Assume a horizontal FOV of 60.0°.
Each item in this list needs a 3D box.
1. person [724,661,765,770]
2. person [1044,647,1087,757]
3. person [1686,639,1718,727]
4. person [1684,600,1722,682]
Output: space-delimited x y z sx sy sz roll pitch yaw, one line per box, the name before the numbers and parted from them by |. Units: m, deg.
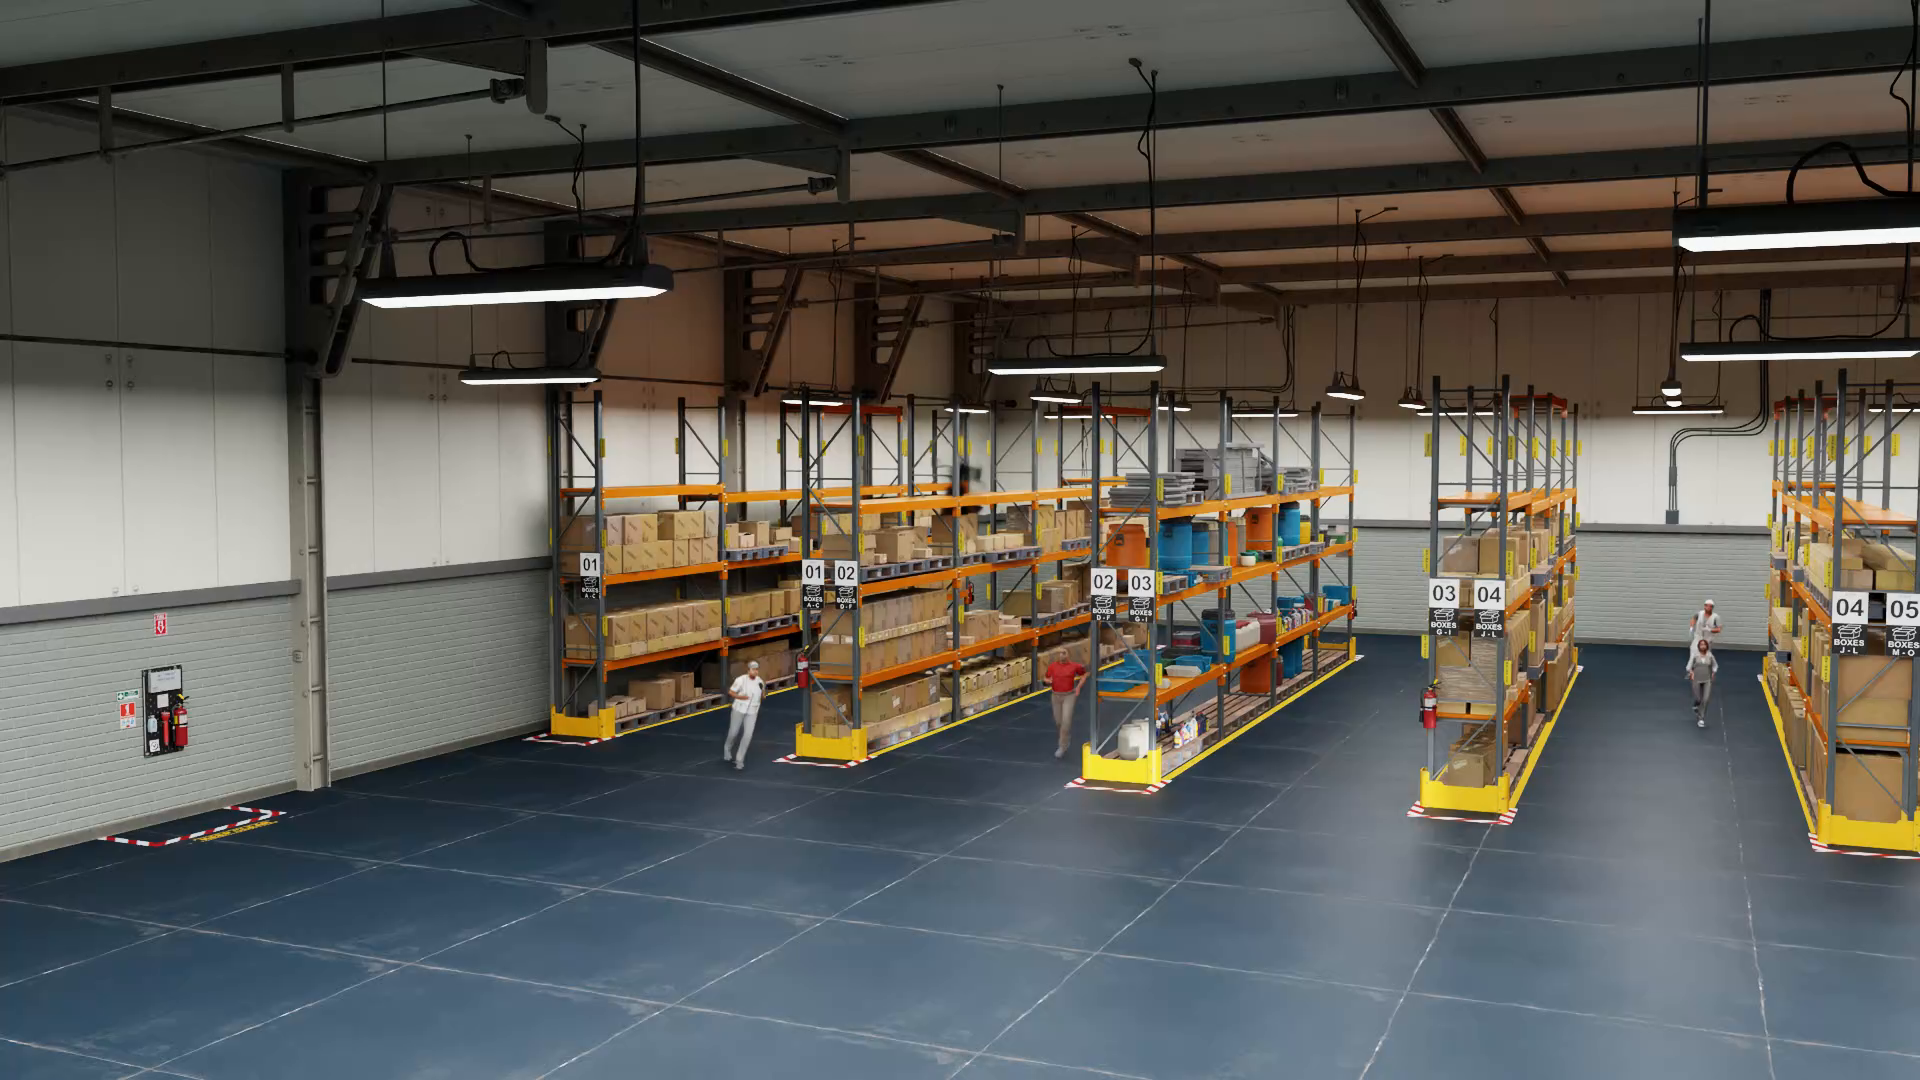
person | -3.364 2.736 26.286 0.644 1.652 0.888 -1 3 -18
person | 1.680 2.601 27.128 0.658 1.724 0.957 1 3 24
person | 13.414 2.568 30.054 0.536 1.565 0.651 1 3 18
person | 15.952 2.160 35.648 0.719 1.788 0.692 2 4 30
